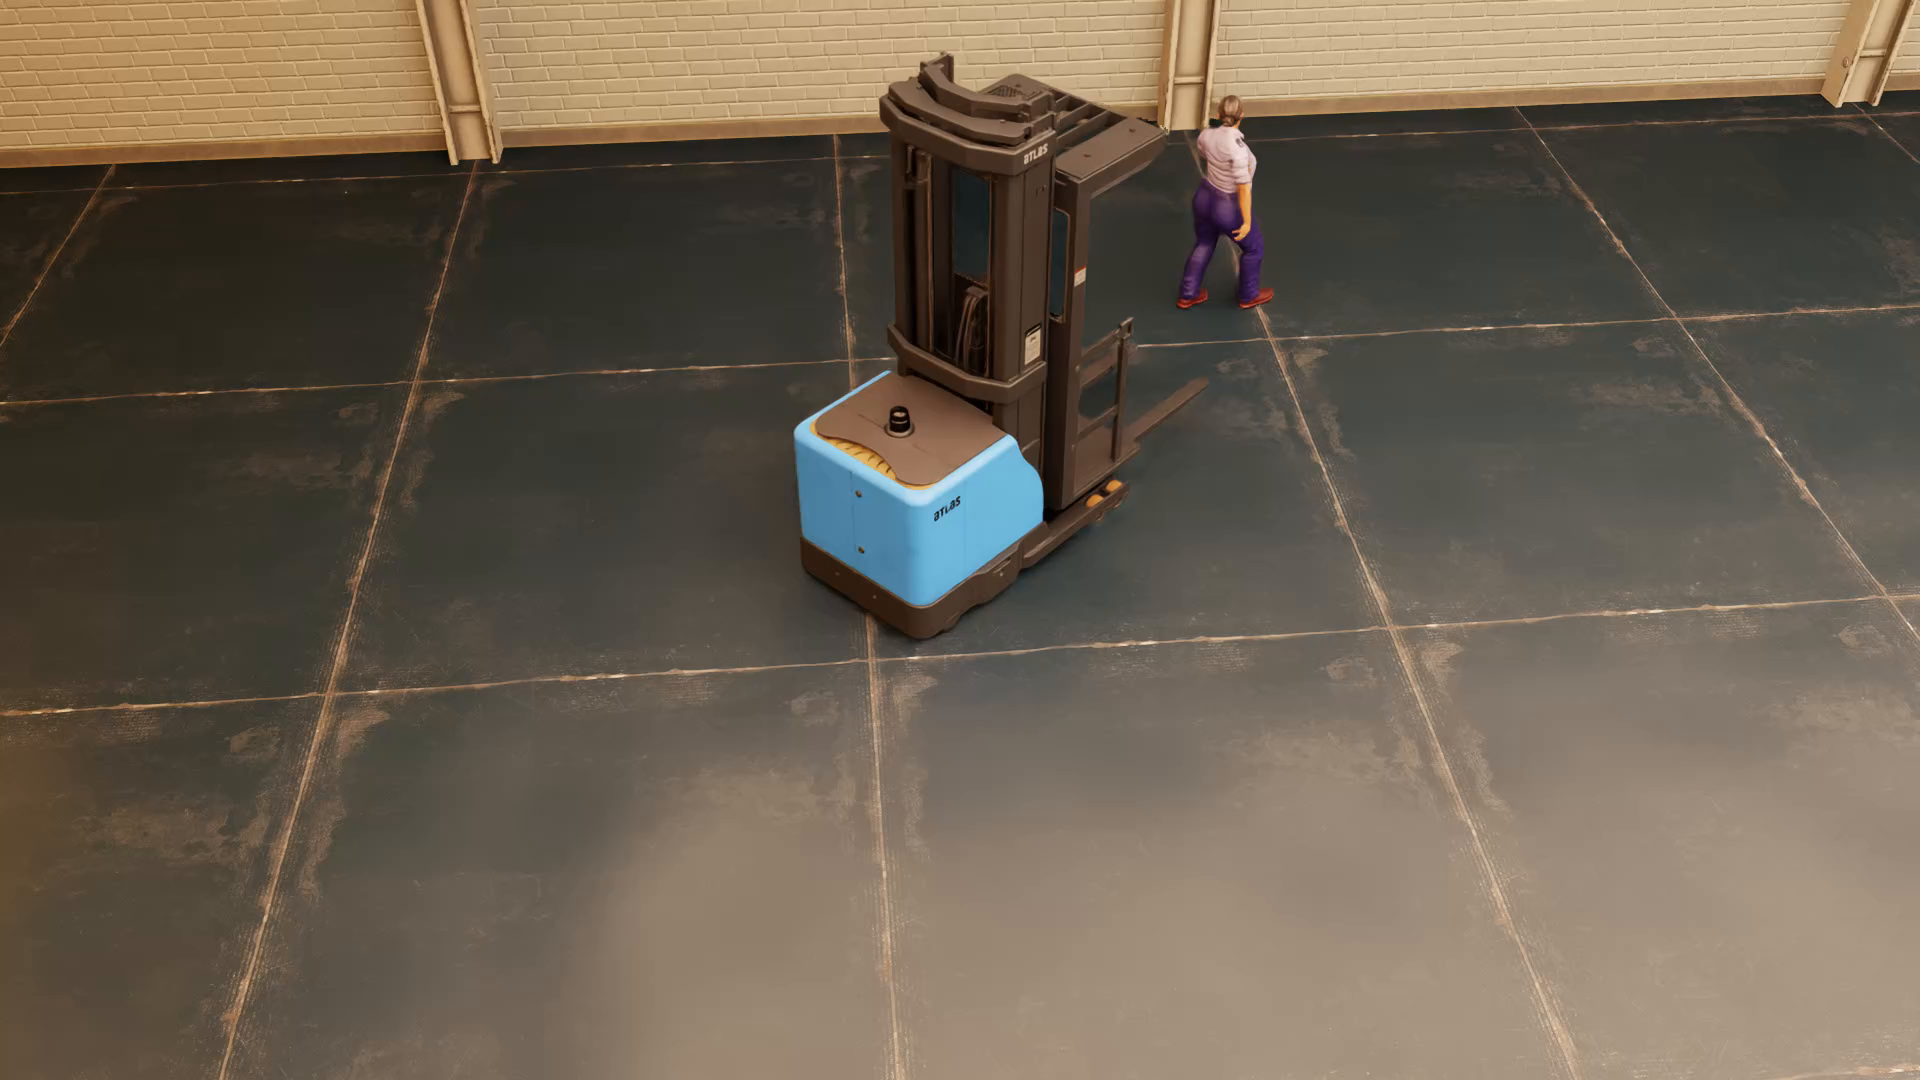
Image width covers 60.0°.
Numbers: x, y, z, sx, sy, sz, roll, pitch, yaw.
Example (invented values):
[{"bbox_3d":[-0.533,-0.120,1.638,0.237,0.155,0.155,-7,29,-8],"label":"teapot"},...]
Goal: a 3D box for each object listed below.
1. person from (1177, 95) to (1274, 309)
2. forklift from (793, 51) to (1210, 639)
[{"bbox_3d":[1.922,-2.384,11.746,0.669,1.615,0.601,-26,47,-27],"label":"person"},{"bbox_3d":[0.411,-1.429,9.609,1.130,2.935,3.031,30,49,31],"label":"forklift"}]
